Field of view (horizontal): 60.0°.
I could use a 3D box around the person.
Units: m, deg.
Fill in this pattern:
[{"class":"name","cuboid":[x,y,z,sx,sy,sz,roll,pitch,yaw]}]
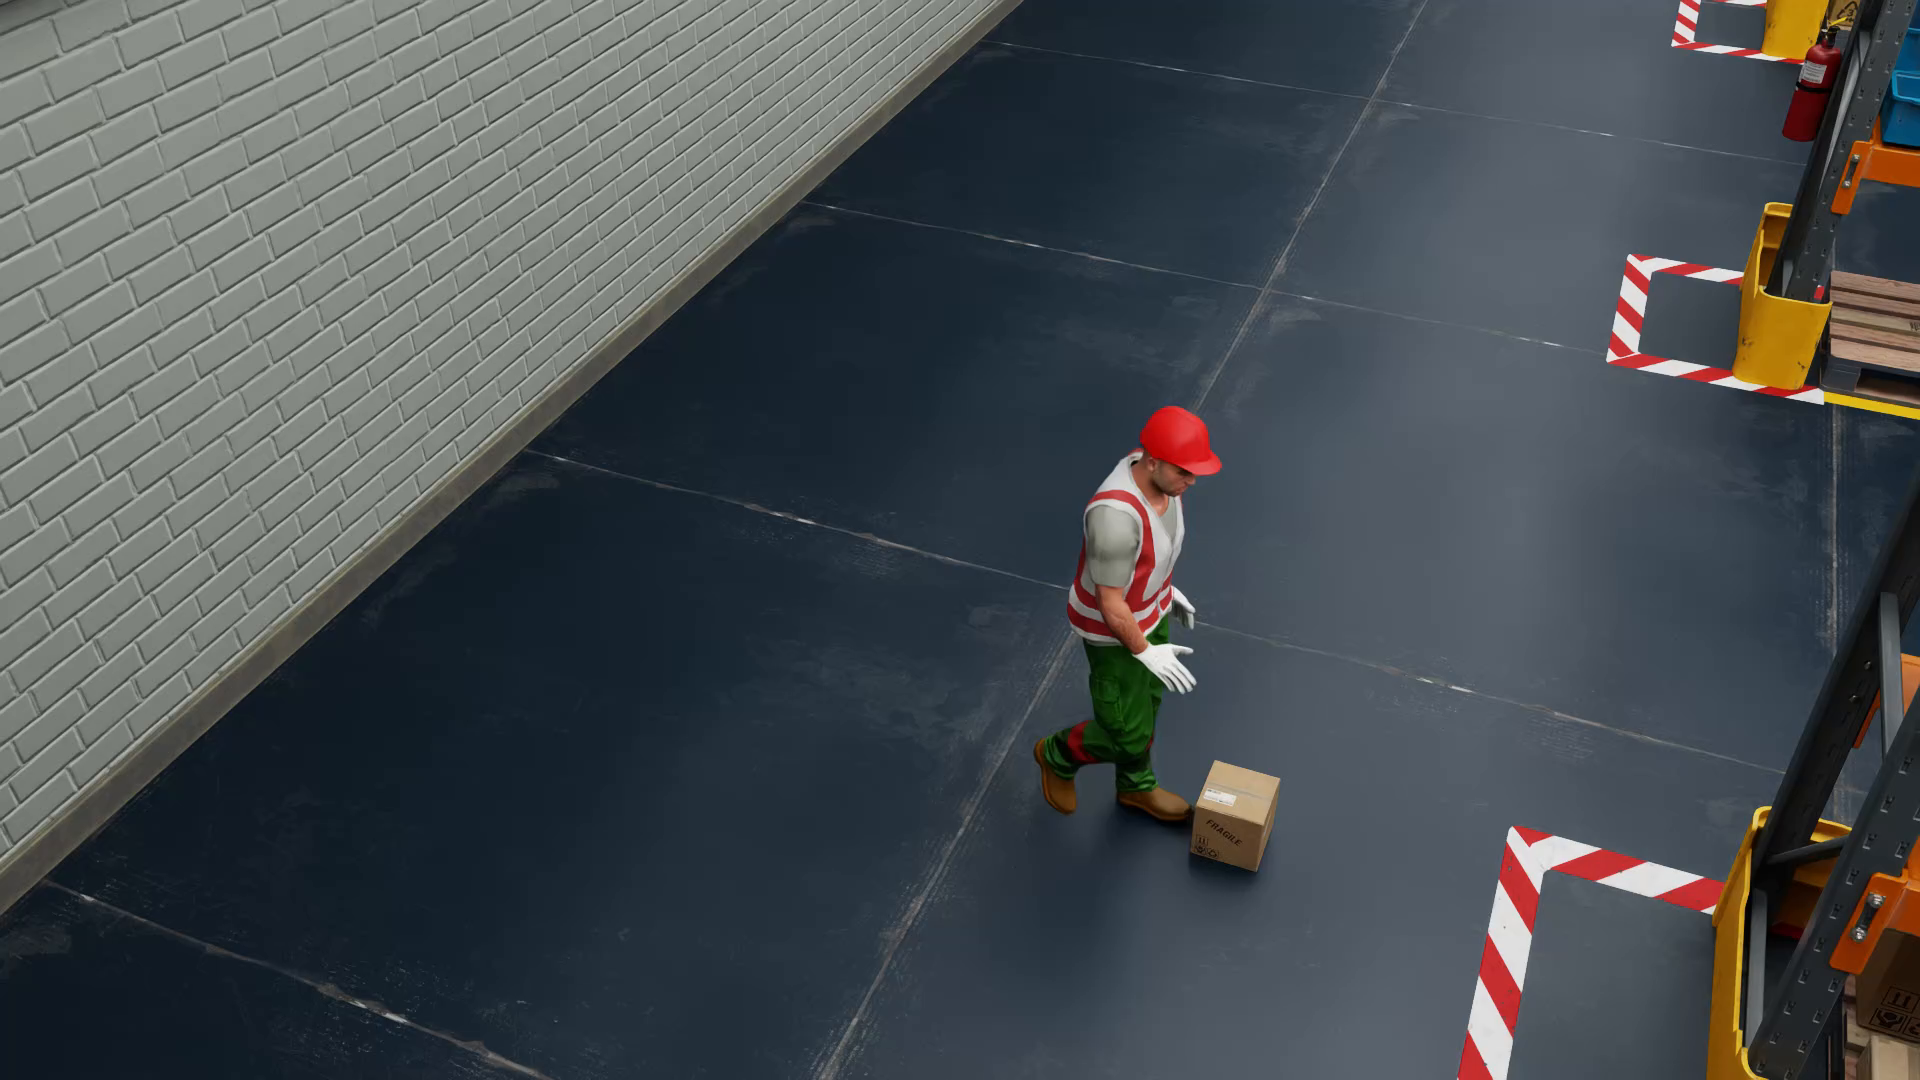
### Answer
[{"class":"person","cuboid":[0.595,0.295,5.726,0.623,1.778,0.542,20,41,24]}]
